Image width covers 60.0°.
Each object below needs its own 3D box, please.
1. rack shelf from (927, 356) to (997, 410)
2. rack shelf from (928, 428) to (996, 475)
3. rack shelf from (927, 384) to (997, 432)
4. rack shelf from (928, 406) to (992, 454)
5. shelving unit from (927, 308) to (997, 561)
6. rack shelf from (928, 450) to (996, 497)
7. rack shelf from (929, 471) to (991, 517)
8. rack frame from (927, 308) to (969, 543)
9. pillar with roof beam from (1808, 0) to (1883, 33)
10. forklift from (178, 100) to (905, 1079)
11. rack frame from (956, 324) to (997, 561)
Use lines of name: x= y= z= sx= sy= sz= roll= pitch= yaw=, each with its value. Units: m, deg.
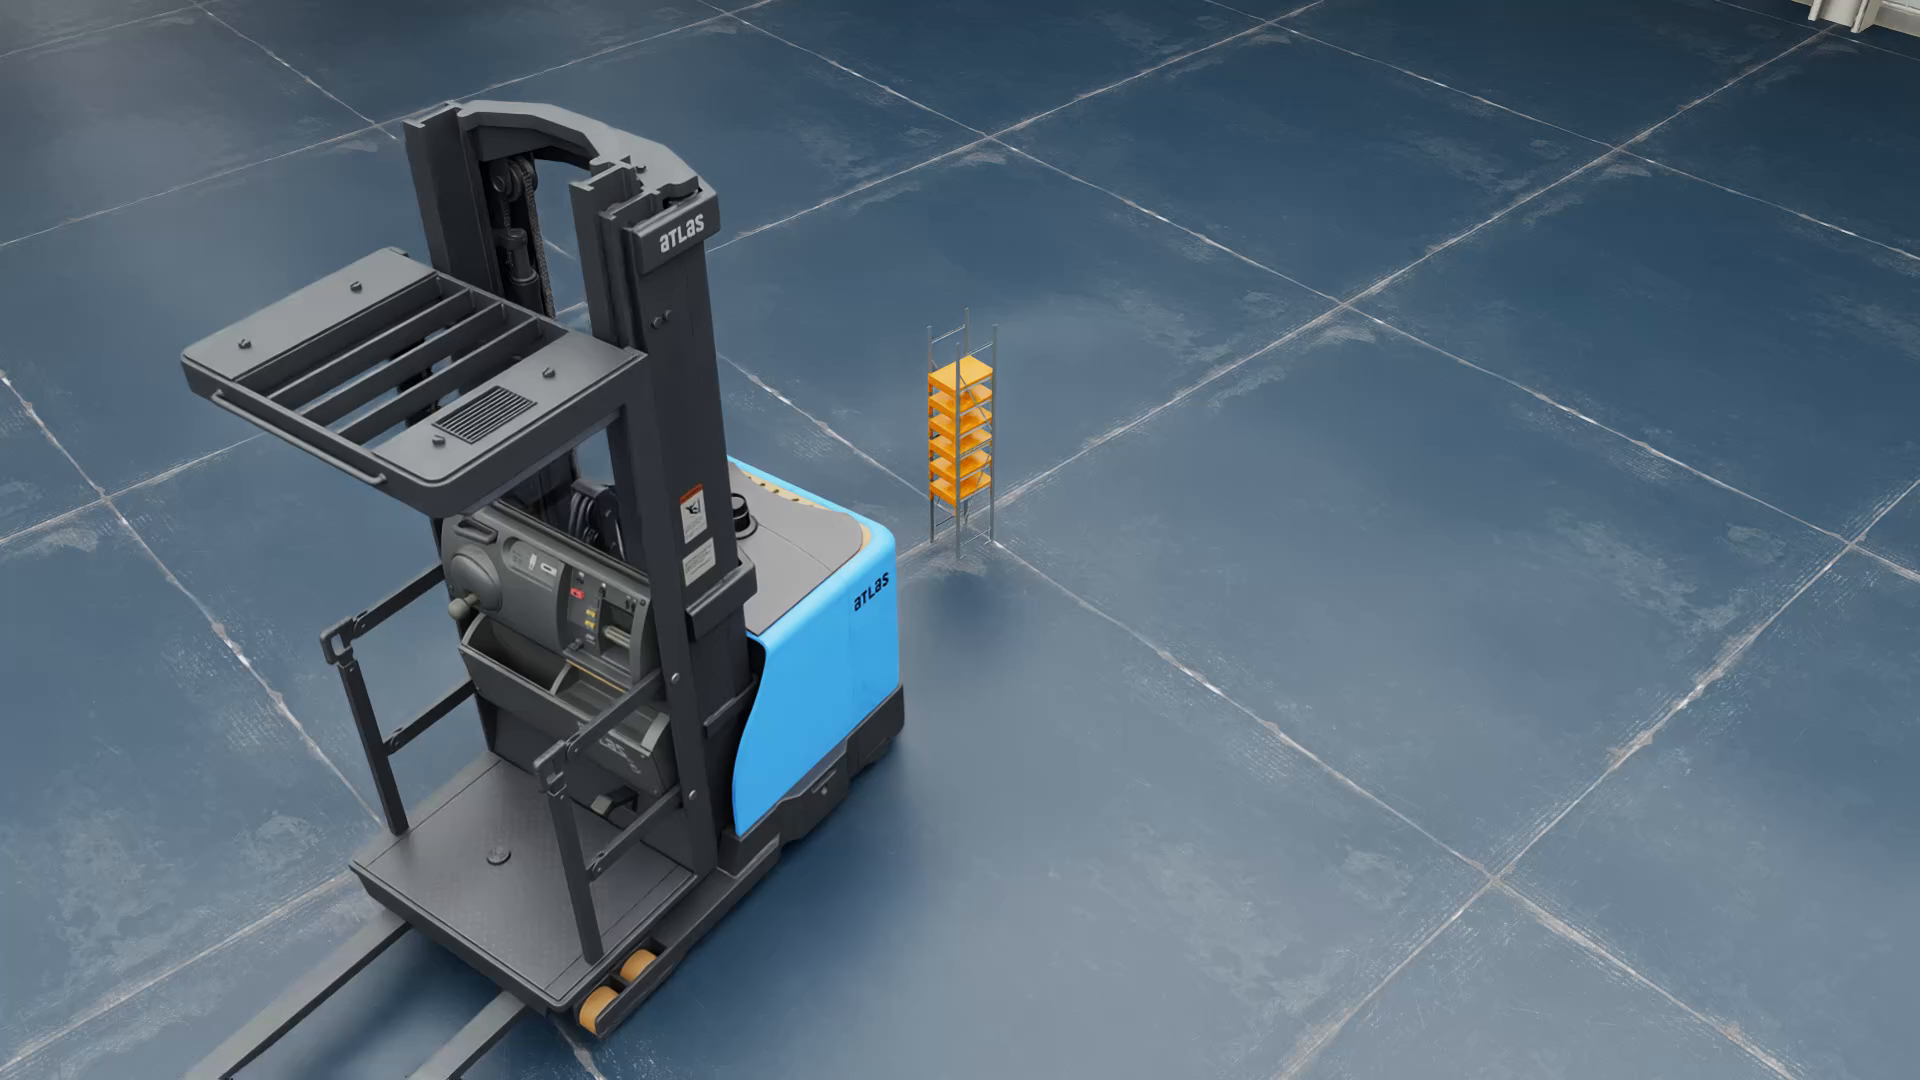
rack shelf: x=0.010 y=-0.706 z=7.374 sx=0.258 sy=0.103 sz=0.180 roll=-30 pitch=48 yaw=-32
rack shelf: x=0.010 y=-0.426 z=7.600 sx=0.258 sy=0.103 sz=0.180 roll=-30 pitch=48 yaw=-32
rack shelf: x=0.010 y=-0.612 z=7.450 sx=0.258 sy=0.103 sz=0.180 roll=-30 pitch=48 yaw=-32
rack shelf: x=0.010 y=-0.519 z=7.525 sx=0.258 sy=0.103 sz=0.180 roll=-30 pitch=48 yaw=-32
shelving unit: x=0.010 y=-0.460 z=7.573 sx=0.258 sy=1.200 sz=0.189 roll=-30 pitch=48 yaw=-32
rack shelf: x=0.010 y=-0.332 z=7.676 sx=0.258 sy=0.103 sz=0.180 roll=-30 pitch=48 yaw=-32
rack shelf: x=0.010 y=-0.239 z=7.751 sx=0.258 sy=0.103 sz=0.180 roll=-30 pitch=48 yaw=-32
rack frame: x=-0.052 y=-0.502 z=7.625 sx=0.240 sy=1.200 sz=0.006 roll=-30 pitch=48 yaw=-32
pillar with roof beam: x=3.705 y=-5.723 z=7.882 sx=9.100 sy=9.000 sz=0.400 roll=-30 pitch=48 yaw=-32
forklift: x=-1.490 y=0.241 z=5.327 sx=1.130 sy=2.935 sz=3.031 roll=24 pitch=45 yaw=27
rack frame: x=0.072 y=-0.418 z=7.520 sx=0.240 sy=1.200 sz=0.006 roll=-30 pitch=48 yaw=-32
